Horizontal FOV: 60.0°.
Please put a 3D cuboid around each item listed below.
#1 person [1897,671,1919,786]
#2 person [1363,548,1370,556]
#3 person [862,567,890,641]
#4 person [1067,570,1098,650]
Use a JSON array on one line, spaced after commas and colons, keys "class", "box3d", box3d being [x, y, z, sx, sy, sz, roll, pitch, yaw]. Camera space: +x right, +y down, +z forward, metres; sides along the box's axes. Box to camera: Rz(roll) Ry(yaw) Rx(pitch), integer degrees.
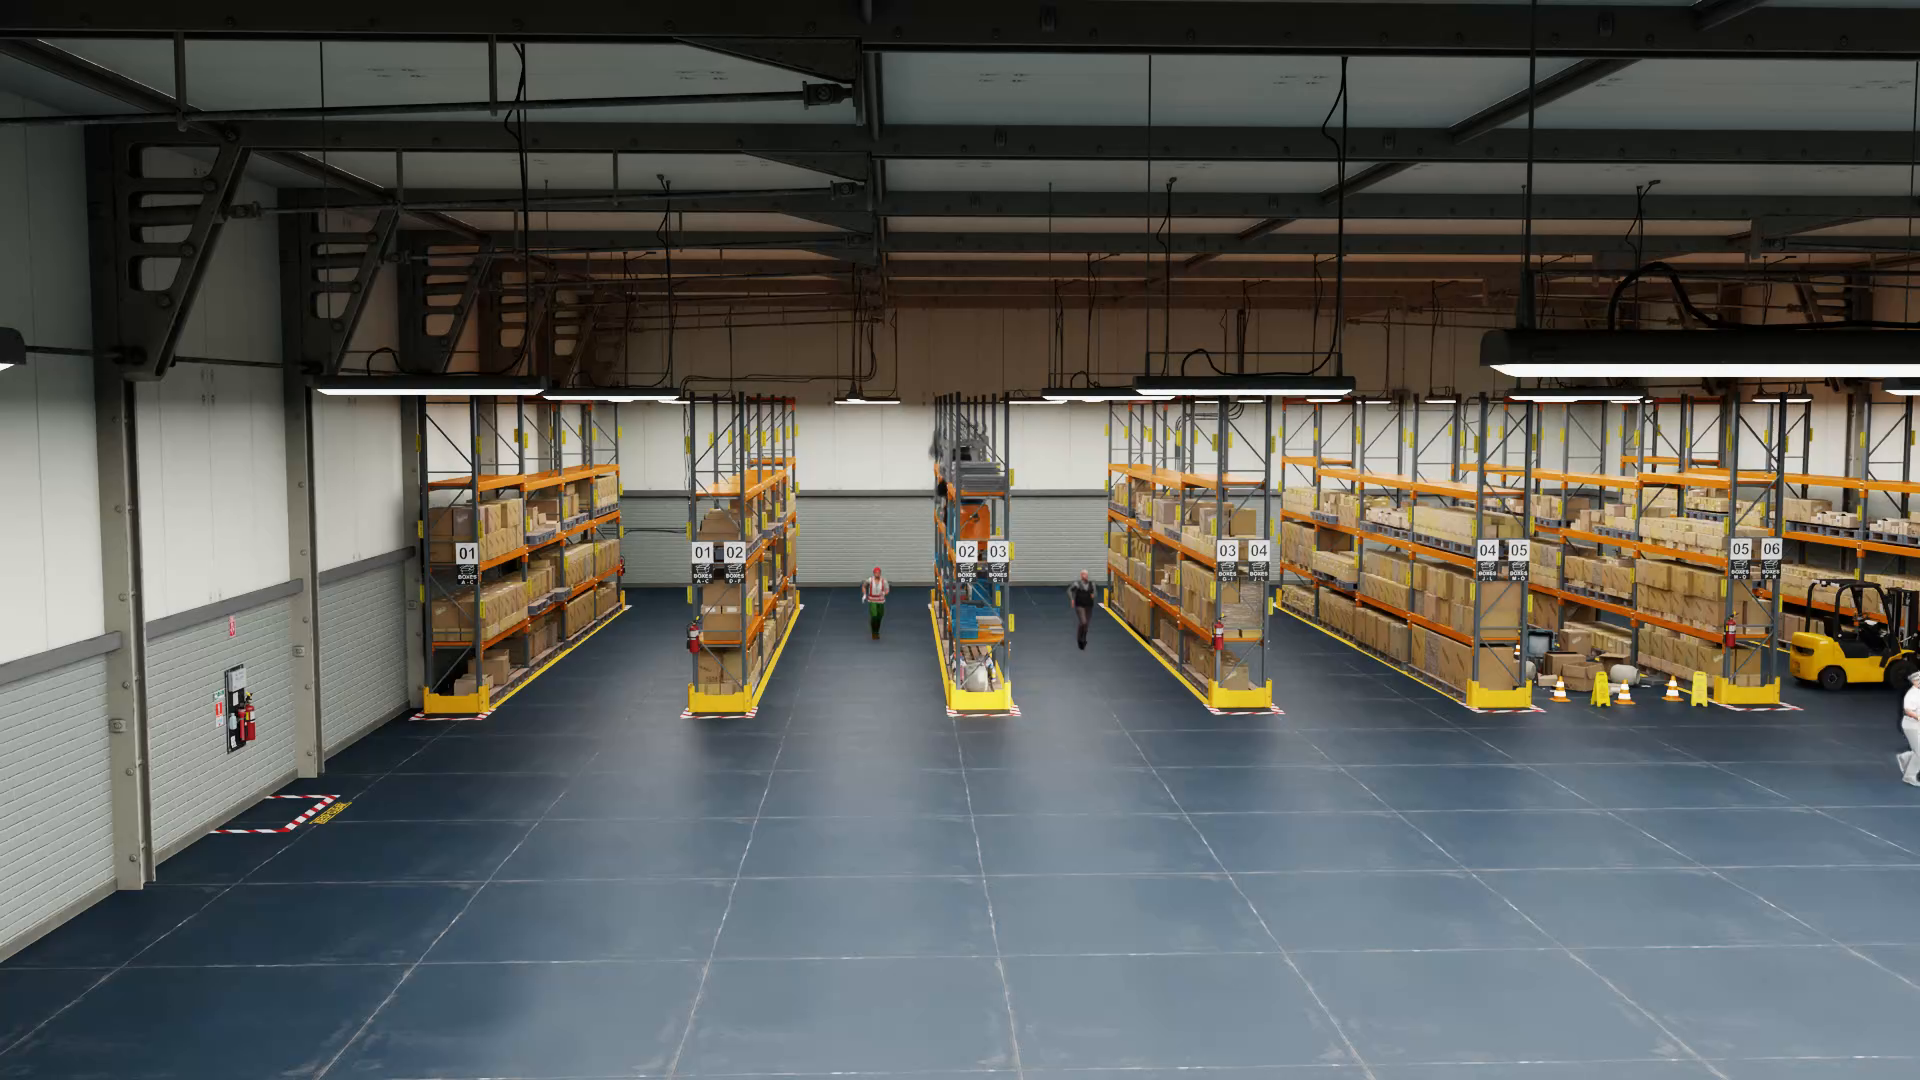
[{"class": "person", "box3d": [14.529, 2.836, 25.205, 0.705, 1.752, 0.611, -5, 6, -45]}, {"class": "person", "box3d": [12.079, 1.012, 49.218, 0.570, 1.576, 0.535, 1, 5, 9]}, {"class": "person", "box3d": [-2.050, 1.561, 40.849, 0.643, 1.811, 0.824, -1, 5, -14]}, {"class": "person", "box3d": [2.820, 1.583, 37.682, 0.625, 1.805, 0.707, -2, 5, -19]}]
